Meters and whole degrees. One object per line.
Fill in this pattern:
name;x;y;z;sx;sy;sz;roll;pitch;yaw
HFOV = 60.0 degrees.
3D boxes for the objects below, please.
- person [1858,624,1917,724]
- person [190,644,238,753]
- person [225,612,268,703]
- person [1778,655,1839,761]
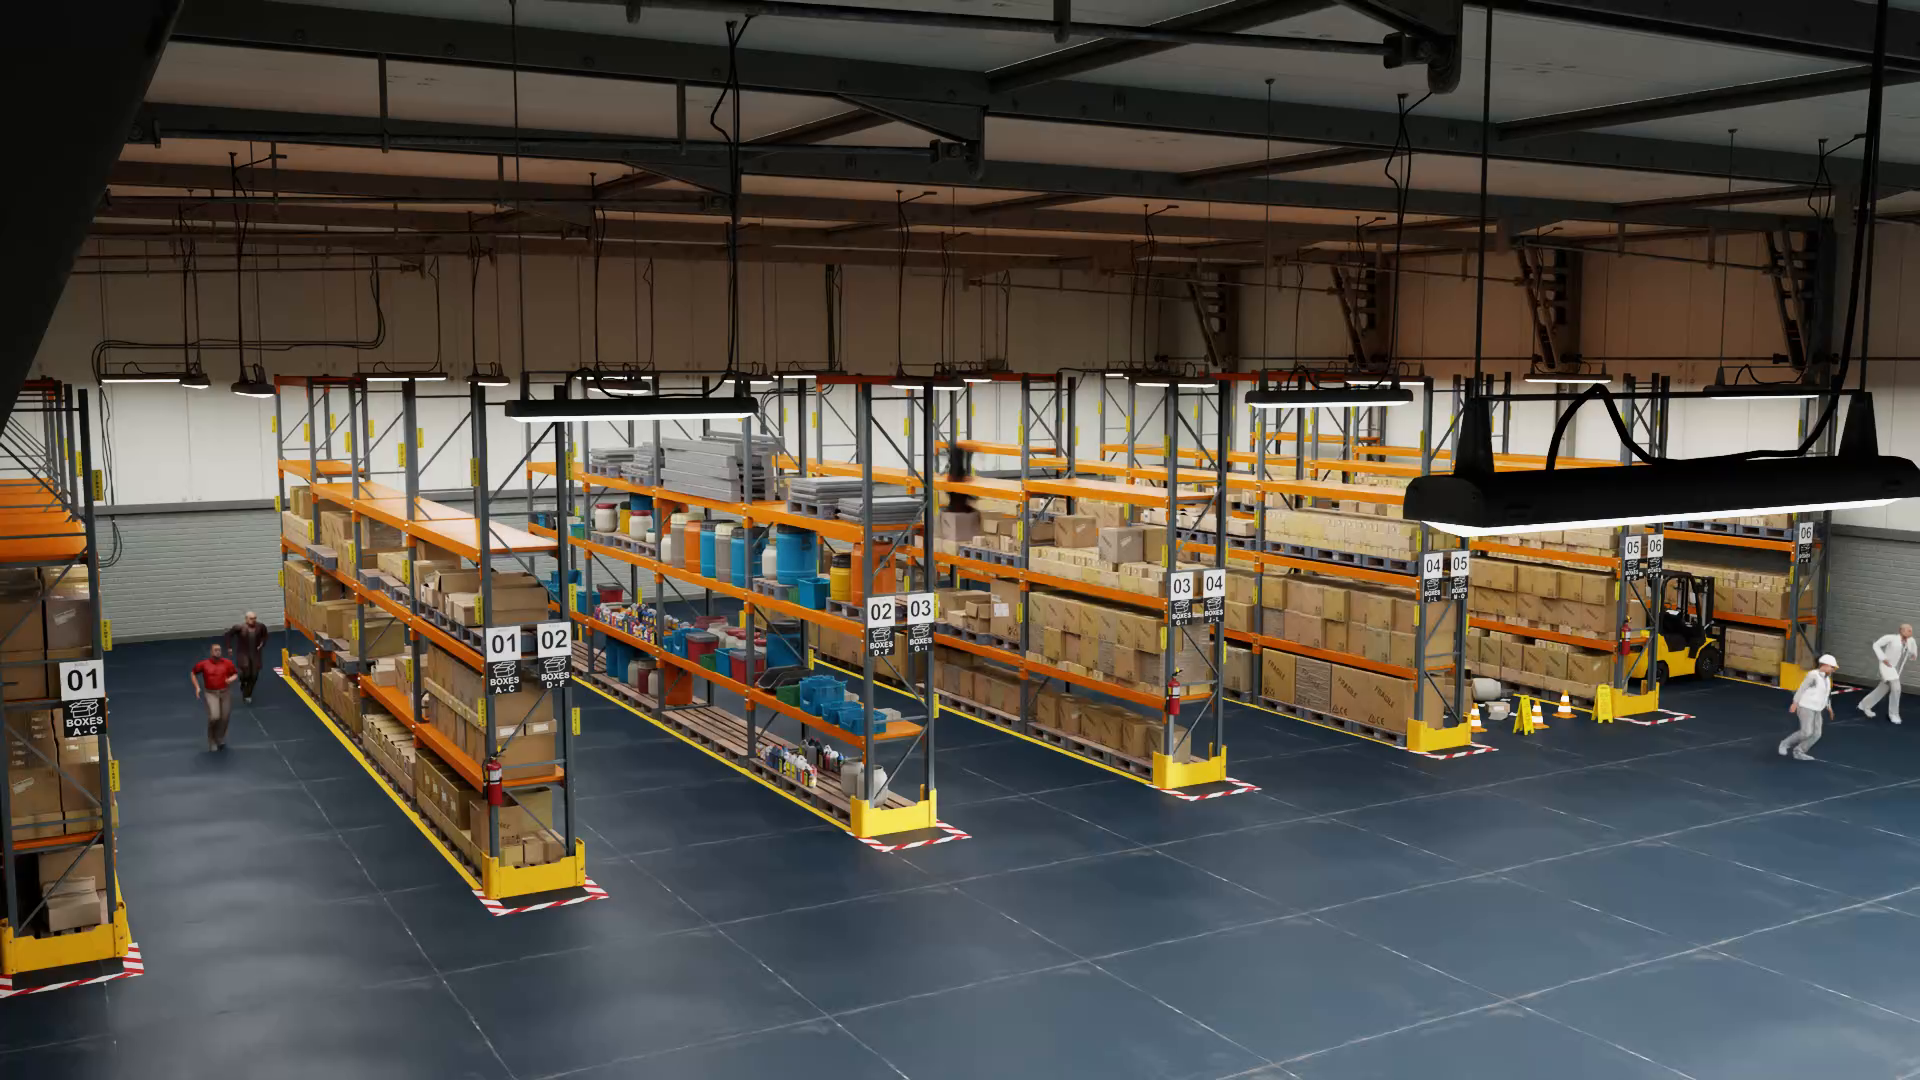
person;16.355;2.294;29.225;0.676;1.741;0.919;-3;7;-24
person;-11.983;2.557;26.831;0.657;1.763;0.731;-5;8;-39
person;-13.090;2.153;30.594;0.709;1.707;0.778;-5;8;-41
person;13.341;2.626;26.117;0.789;1.693;0.689;-4;8;-35
